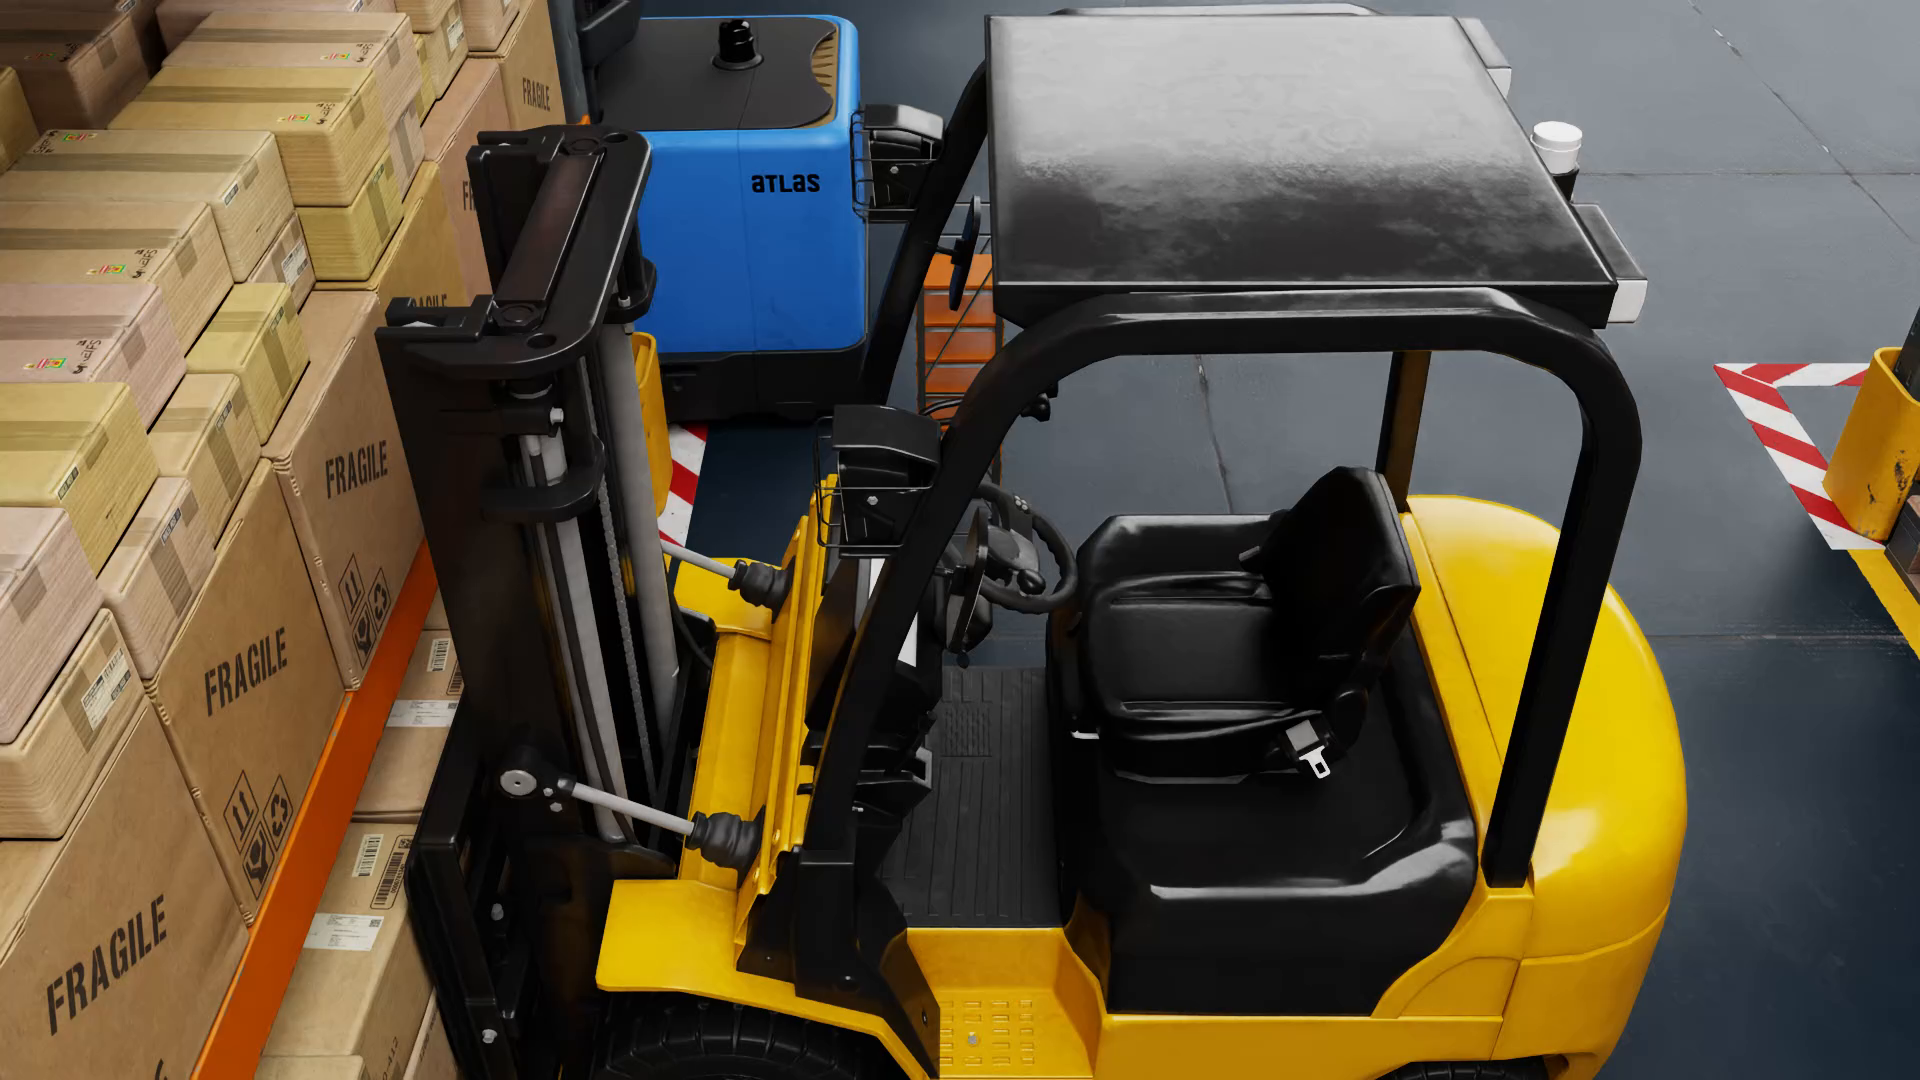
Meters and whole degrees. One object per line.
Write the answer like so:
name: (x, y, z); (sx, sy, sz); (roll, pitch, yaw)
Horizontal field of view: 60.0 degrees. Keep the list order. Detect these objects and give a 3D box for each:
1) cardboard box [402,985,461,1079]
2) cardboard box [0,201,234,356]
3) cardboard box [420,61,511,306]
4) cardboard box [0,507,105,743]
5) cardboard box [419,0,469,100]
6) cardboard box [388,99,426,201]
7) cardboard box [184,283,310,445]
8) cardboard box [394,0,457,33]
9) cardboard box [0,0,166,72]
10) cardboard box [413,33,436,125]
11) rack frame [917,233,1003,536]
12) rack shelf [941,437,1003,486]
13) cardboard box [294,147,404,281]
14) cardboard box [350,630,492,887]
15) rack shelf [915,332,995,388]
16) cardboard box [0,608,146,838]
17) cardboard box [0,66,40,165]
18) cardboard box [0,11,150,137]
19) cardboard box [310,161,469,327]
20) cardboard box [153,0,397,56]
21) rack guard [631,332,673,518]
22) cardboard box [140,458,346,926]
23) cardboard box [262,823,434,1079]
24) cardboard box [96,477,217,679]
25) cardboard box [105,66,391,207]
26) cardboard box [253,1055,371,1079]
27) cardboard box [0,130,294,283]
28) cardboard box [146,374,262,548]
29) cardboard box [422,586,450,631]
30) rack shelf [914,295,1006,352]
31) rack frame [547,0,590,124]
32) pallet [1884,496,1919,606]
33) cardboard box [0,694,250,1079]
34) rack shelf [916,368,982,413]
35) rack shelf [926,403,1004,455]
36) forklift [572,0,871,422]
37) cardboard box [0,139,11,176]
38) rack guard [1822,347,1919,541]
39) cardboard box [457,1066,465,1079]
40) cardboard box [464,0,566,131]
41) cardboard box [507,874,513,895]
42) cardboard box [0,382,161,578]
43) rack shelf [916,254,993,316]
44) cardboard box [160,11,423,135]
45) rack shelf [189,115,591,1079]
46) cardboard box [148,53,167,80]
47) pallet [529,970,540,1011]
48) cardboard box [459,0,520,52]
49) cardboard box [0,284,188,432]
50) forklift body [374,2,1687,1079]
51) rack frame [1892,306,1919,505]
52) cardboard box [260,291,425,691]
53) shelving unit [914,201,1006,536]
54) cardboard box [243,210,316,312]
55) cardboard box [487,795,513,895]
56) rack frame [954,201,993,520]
cardboard box: (-1.220, 0.966, 3.109); (0.500, 0.250, 0.500); (0, 39, 0)
cardboard box: (-1.339, -0.385, 2.496); (0.380, 0.149, 0.250); (0, 39, 0)
cardboard box: (-1.286, -0.725, 3.676); (0.500, 0.500, 0.500); (1, 39, 1)
cardboard box: (-1.237, 0.092, 1.900); (0.380, 0.149, 0.250); (1, 39, 1)
cardboard box: (-1.291, -1.071, 3.589); (0.380, 0.149, 0.250); (1, 39, 1)
cardboard box: (-1.255, -0.749, 3.187); (0.380, 0.149, 0.250); (-1, 39, -2)
cardboard box: (-1.255, -0.275, 2.596); (0.380, 0.149, 0.250); (-1, 39, -1)
cardboard box: (-1.271, -1.184, 3.493); (0.380, 0.149, 0.250); (1, 39, 1)
cardboard box: (-1.788, -1.032, 3.303); (0.380, 0.149, 0.250); (0, 39, 0)
cardboard box: (-1.302, -0.916, 3.396); (0.380, 0.149, 0.250); (0, 39, 0)
rack frame: (0.000, -0.420, 4.815); (0.240, 1.200, 0.006); (0, 39, 0)
rack shelf: (0.000, -0.255, 5.064); (0.258, 0.103, 0.180); (0, 39, 0)
cardboard box: (-1.234, -0.591, 2.990); (0.380, 0.149, 0.250); (0, 39, 0)
cardboard box: (-1.218, 0.441, 3.365); (0.500, 0.250, 0.500); (-1, 39, -1)
rack shelf: (0.000, -0.536, 4.839); (0.258, 0.103, 0.180); (0, 39, 0)
cardboard box: (-1.230, 0.213, 1.987); (0.380, 0.149, 0.250); (1, 39, 1)
cardboard box: (-1.860, -0.703, 2.892); (0.380, 0.149, 0.250); (-1, 39, -1)
cardboard box: (-1.762, -0.867, 3.097); (0.380, 0.149, 0.250); (1, 39, 1)
cardboard box: (-1.285, -0.404, 3.276); (0.500, 0.500, 0.500); (-1, 39, -1)
cardboard box: (-1.345, -1.028, 3.298); (0.380, 0.149, 0.250); (0, 39, 0)
rack guard: (-1.541, -0.357, 5.296); (1.175, 0.500, 0.348); (0, 39, 0)
cardboard box: (-1.294, 0.225, 2.491); (0.500, 0.500, 0.500); (0, 39, 0)
cardboard box: (-1.225, 0.769, 2.955); (0.500, 0.250, 0.500); (1, 39, 1)
cardboard box: (-1.228, 0.049, 2.192); (0.380, 0.149, 0.250); (0, 39, -1)
cardboard box: (-1.228, -0.704, 2.893); (0.380, 0.149, 0.250); (1, 39, 1)
cardboard box: (-1.213, 1.080, 2.567); (0.500, 0.250, 0.500); (0, 39, 0)
cardboard box: (-1.322, -0.543, 2.692); (0.380, 0.149, 0.250); (0, 39, 1)
cardboard box: (-1.246, -0.108, 2.388); (0.380, 0.149, 0.250); (-1, 39, -1)
cardboard box: (-1.211, 0.124, 3.760); (0.500, 0.250, 0.500); (0, 39, 1)
rack shelf: (0.000, -0.630, 4.764); (0.258, 0.103, 0.180); (0, 39, 0)
rack frame: (-1.541, -1.318, 4.496); (1.000, 3.000, 0.127); (0, 39, 0)
pallet: (3.389, 0.320, 4.682); (1.003, 0.211, 1.213); (0, 39, 0)
cardboard box: (-1.293, 0.541, 2.096); (0.500, 0.500, 0.500); (1, 39, 1)
rack shelf: (0.000, -0.443, 4.914); (0.258, 0.103, 0.180); (0, 39, 0)
rack shelf: (0.000, -0.349, 4.989); (0.258, 0.103, 0.180); (0, 39, 0)
forklift: (-1.843, -1.822, 5.179); (3.031, 2.935, 1.130); (-1, 39, -2)
cardboard box: (-1.781, -0.548, 2.699); (0.380, 0.149, 0.250); (0, 39, 0)
rack guard: (3.423, -0.301, 5.225); (1.175, 0.500, 0.348); (0, 39, 0)
cardboard box: (-1.238, 1.151, 3.278); (0.500, 0.250, 0.500); (1, 39, 1)
cardboard box: (-1.278, -1.049, 4.081); (0.500, 0.500, 0.500); (-1, 39, -1)
cardboard box: (-1.219, 0.834, 3.674); (0.500, 0.250, 0.500); (1, 39, 1)
cardboard box: (-1.265, -0.070, 2.103); (0.380, 0.149, 0.250); (-1, 39, -1)
rack shelf: (0.000, -0.724, 4.689); (0.258, 0.103, 0.180); (0, 39, 0)
cardboard box: (-1.234, -0.866, 3.095); (0.380, 0.149, 0.250); (1, 39, 1)
rack shelf: (-1.538, 0.214, 3.160); (1.077, 0.370, 4.000); (0, 39, 0)
cardboard box: (-1.802, -0.917, 3.397); (0.380, 0.149, 0.250); (-1, 39, -2)
pallet: (-1.499, 1.010, 3.821); (1.003, 0.211, 1.213); (0, 39, 0)
cardboard box: (-1.230, -1.233, 3.792); (0.380, 0.149, 0.250); (1, 39, 1)
cardboard box: (-1.321, -0.230, 2.301); (0.380, 0.149, 0.250); (0, 39, 0)
forklift body: (0.286, 0.198, 3.283); (2.313, 2.155, 1.214); (0, 39, 0)
rack frame: (3.423, -1.324, 4.503); (1.000, 3.000, 0.127); (0, 39, 0)
cardboard box: (-1.274, -0.090, 2.884); (0.500, 0.500, 0.500); (0, 39, 0)
shelving unit: (0.000, -0.477, 4.886); (0.258, 1.200, 0.189); (0, 39, 0)
cardboard box: (-1.324, -0.435, 2.795); (0.380, 0.149, 0.250); (0, 39, 0)
cardboard box: (-1.219, 0.650, 3.504); (0.500, 0.250, 0.500); (0, 39, 0)
rack frame: (0.000, -0.534, 4.957); (0.240, 1.200, 0.006); (0, 39, 0)
